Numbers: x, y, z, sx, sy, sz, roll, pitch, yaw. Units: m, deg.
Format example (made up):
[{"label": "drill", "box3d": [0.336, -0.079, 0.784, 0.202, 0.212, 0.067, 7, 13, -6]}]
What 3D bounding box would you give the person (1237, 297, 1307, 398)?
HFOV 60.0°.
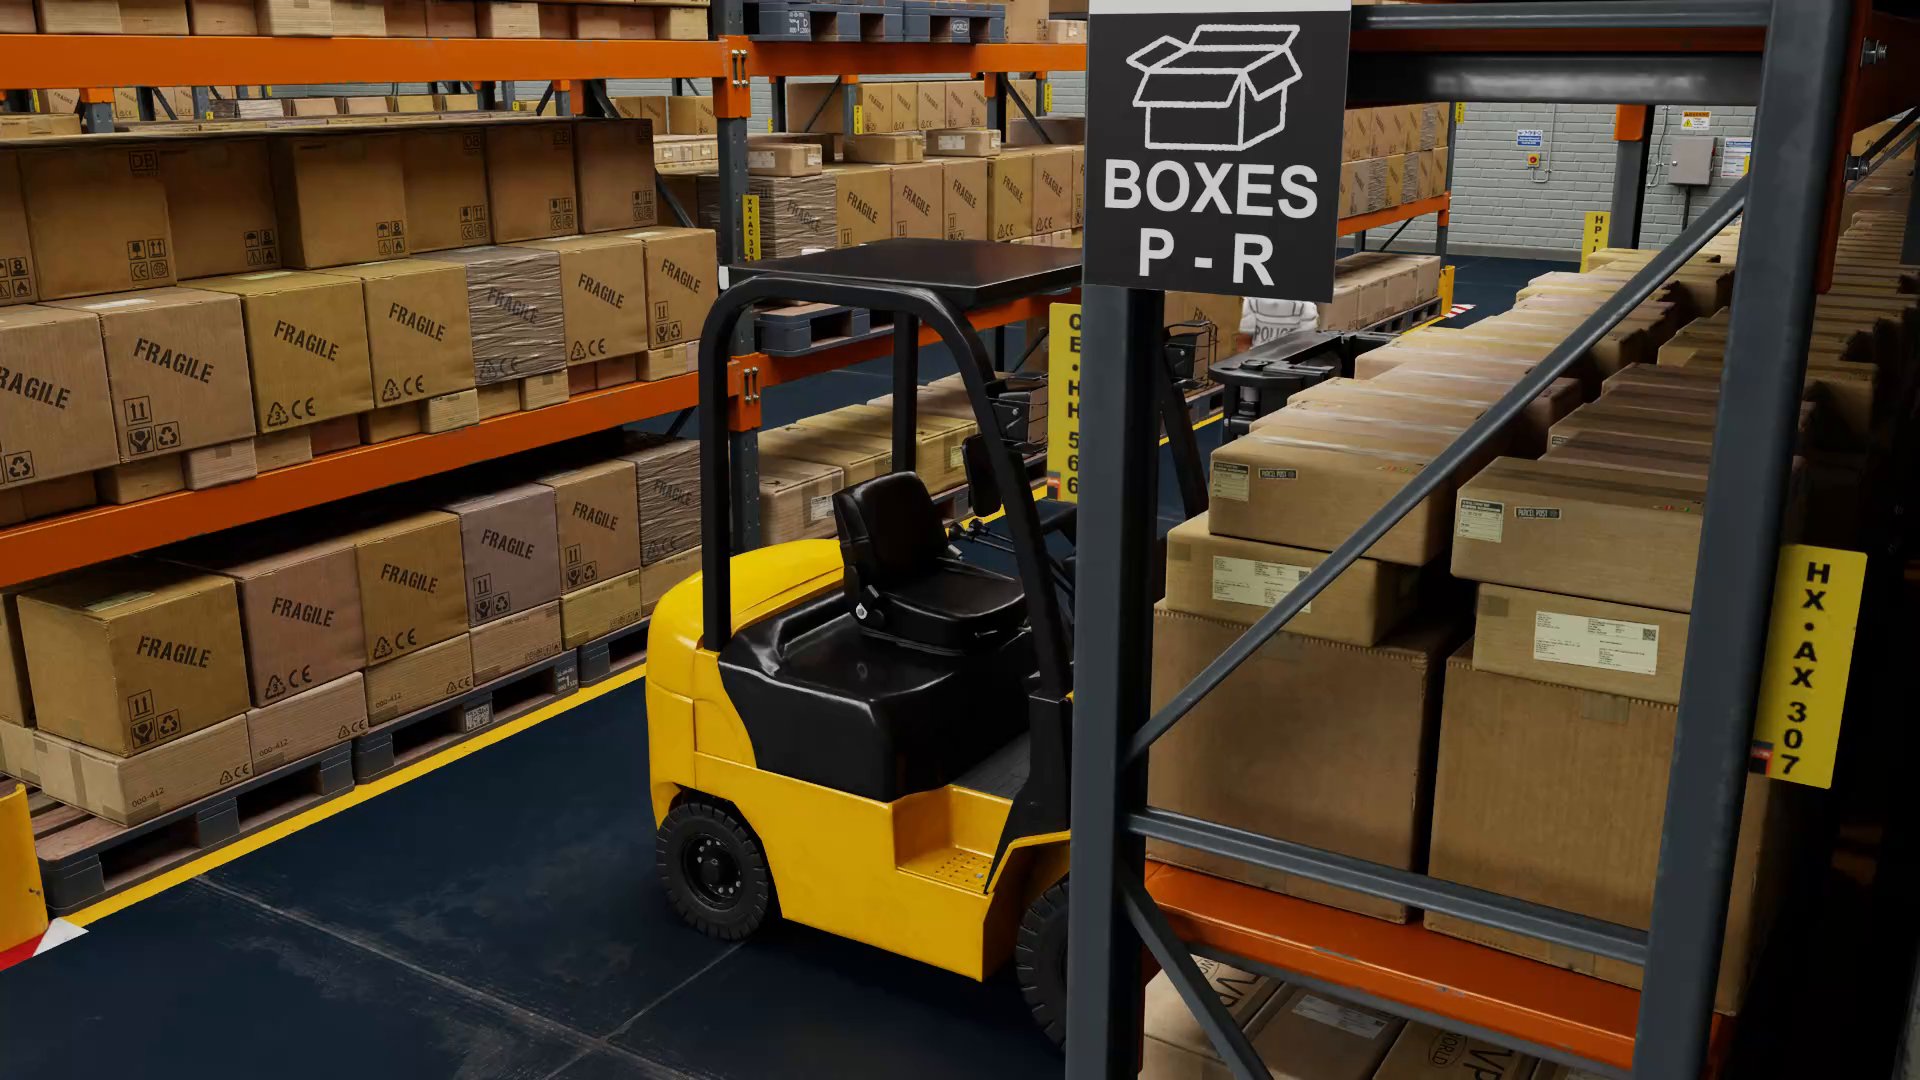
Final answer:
[{"label": "person", "box3d": [1.934, -0.995, 10.020, 0.476, 1.582, 0.485, 9, 18, 27]}]
